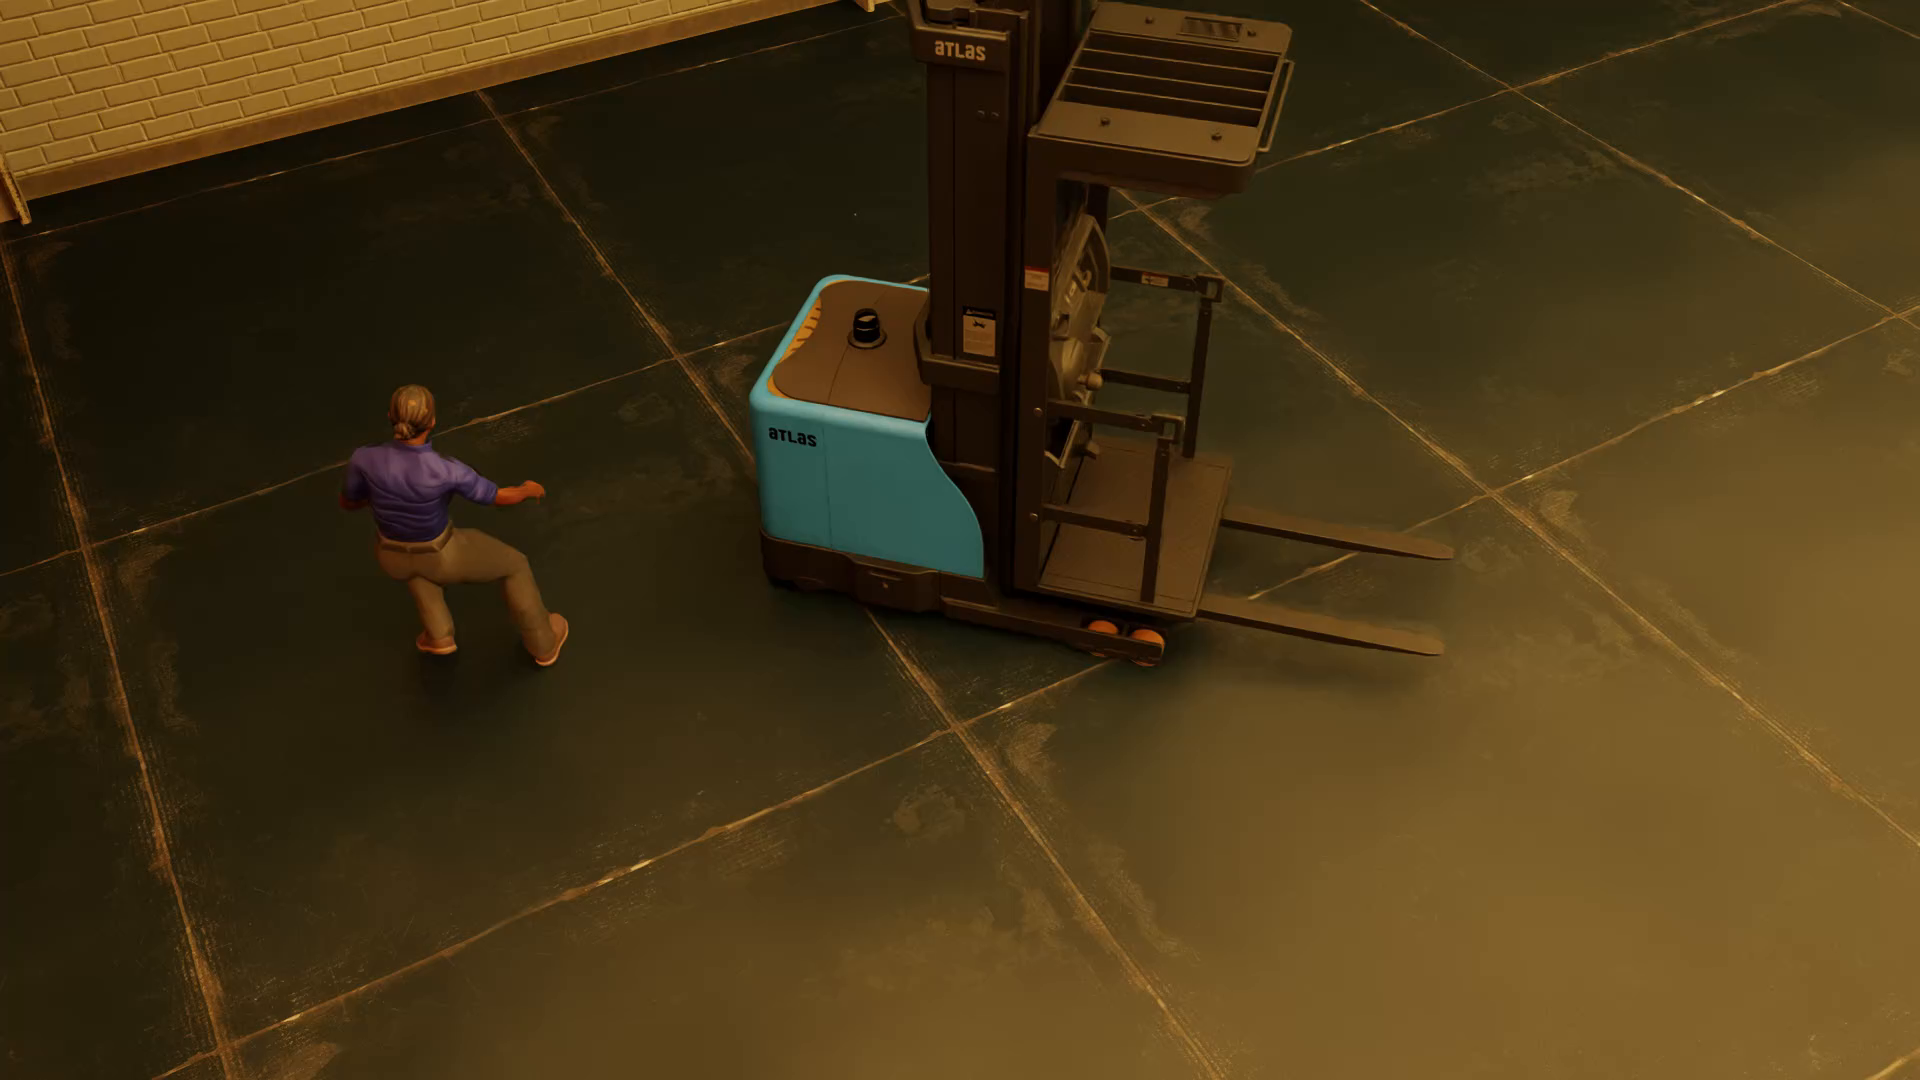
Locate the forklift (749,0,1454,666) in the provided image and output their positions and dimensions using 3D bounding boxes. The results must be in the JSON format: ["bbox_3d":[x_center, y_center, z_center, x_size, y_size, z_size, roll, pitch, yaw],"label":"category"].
[{"bbox_3d":[0.674,-0.929,6.699,3.031,2.935,1.130,11,44,12],"label":"forklift"}]

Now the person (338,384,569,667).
[{"bbox_3d":[-2.103,-0.073,6.807,0.718,1.522,0.565,1,43,2],"label":"person"}]
